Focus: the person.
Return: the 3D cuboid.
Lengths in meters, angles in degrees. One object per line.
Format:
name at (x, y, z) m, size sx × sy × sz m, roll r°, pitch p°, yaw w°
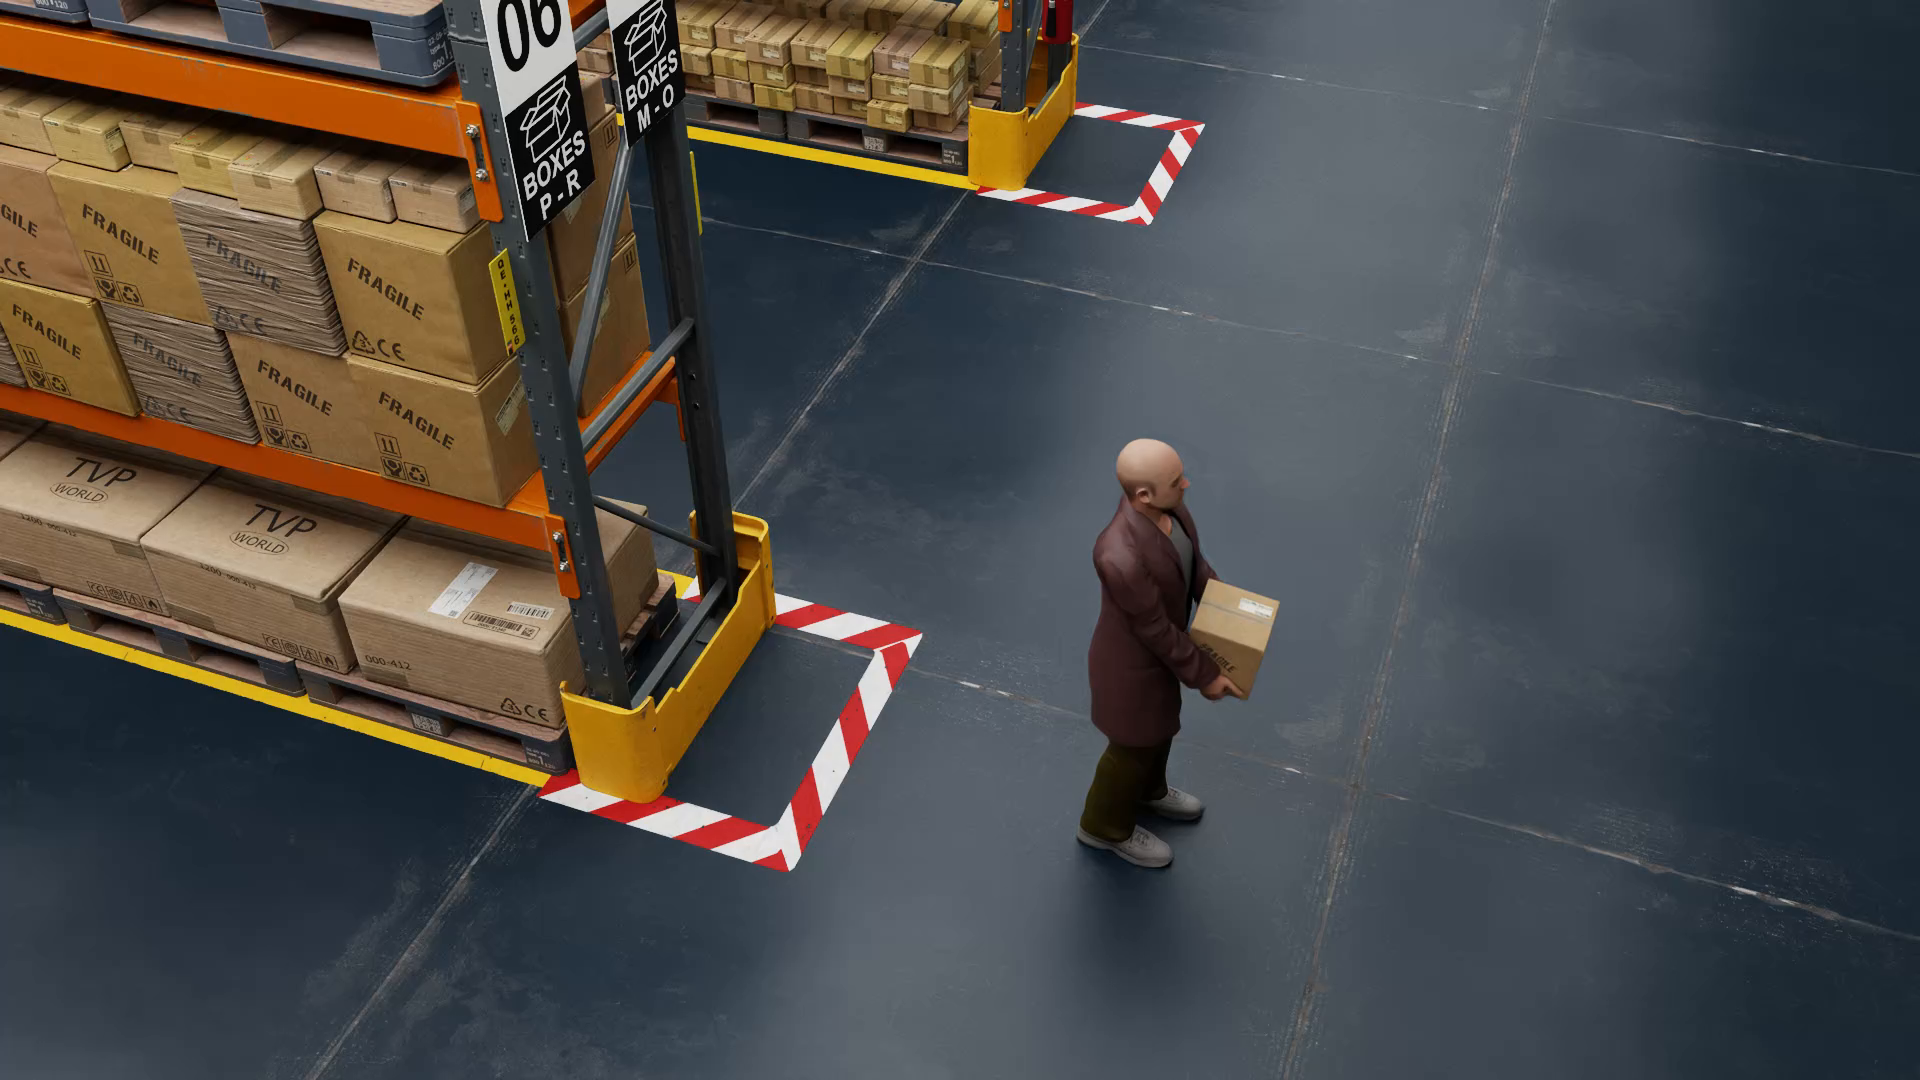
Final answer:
person at (0.724, 0.411, 5.699) m, size 0.545 × 1.779 × 0.524 m, roll 13°, pitch 43°, yaw 15°
